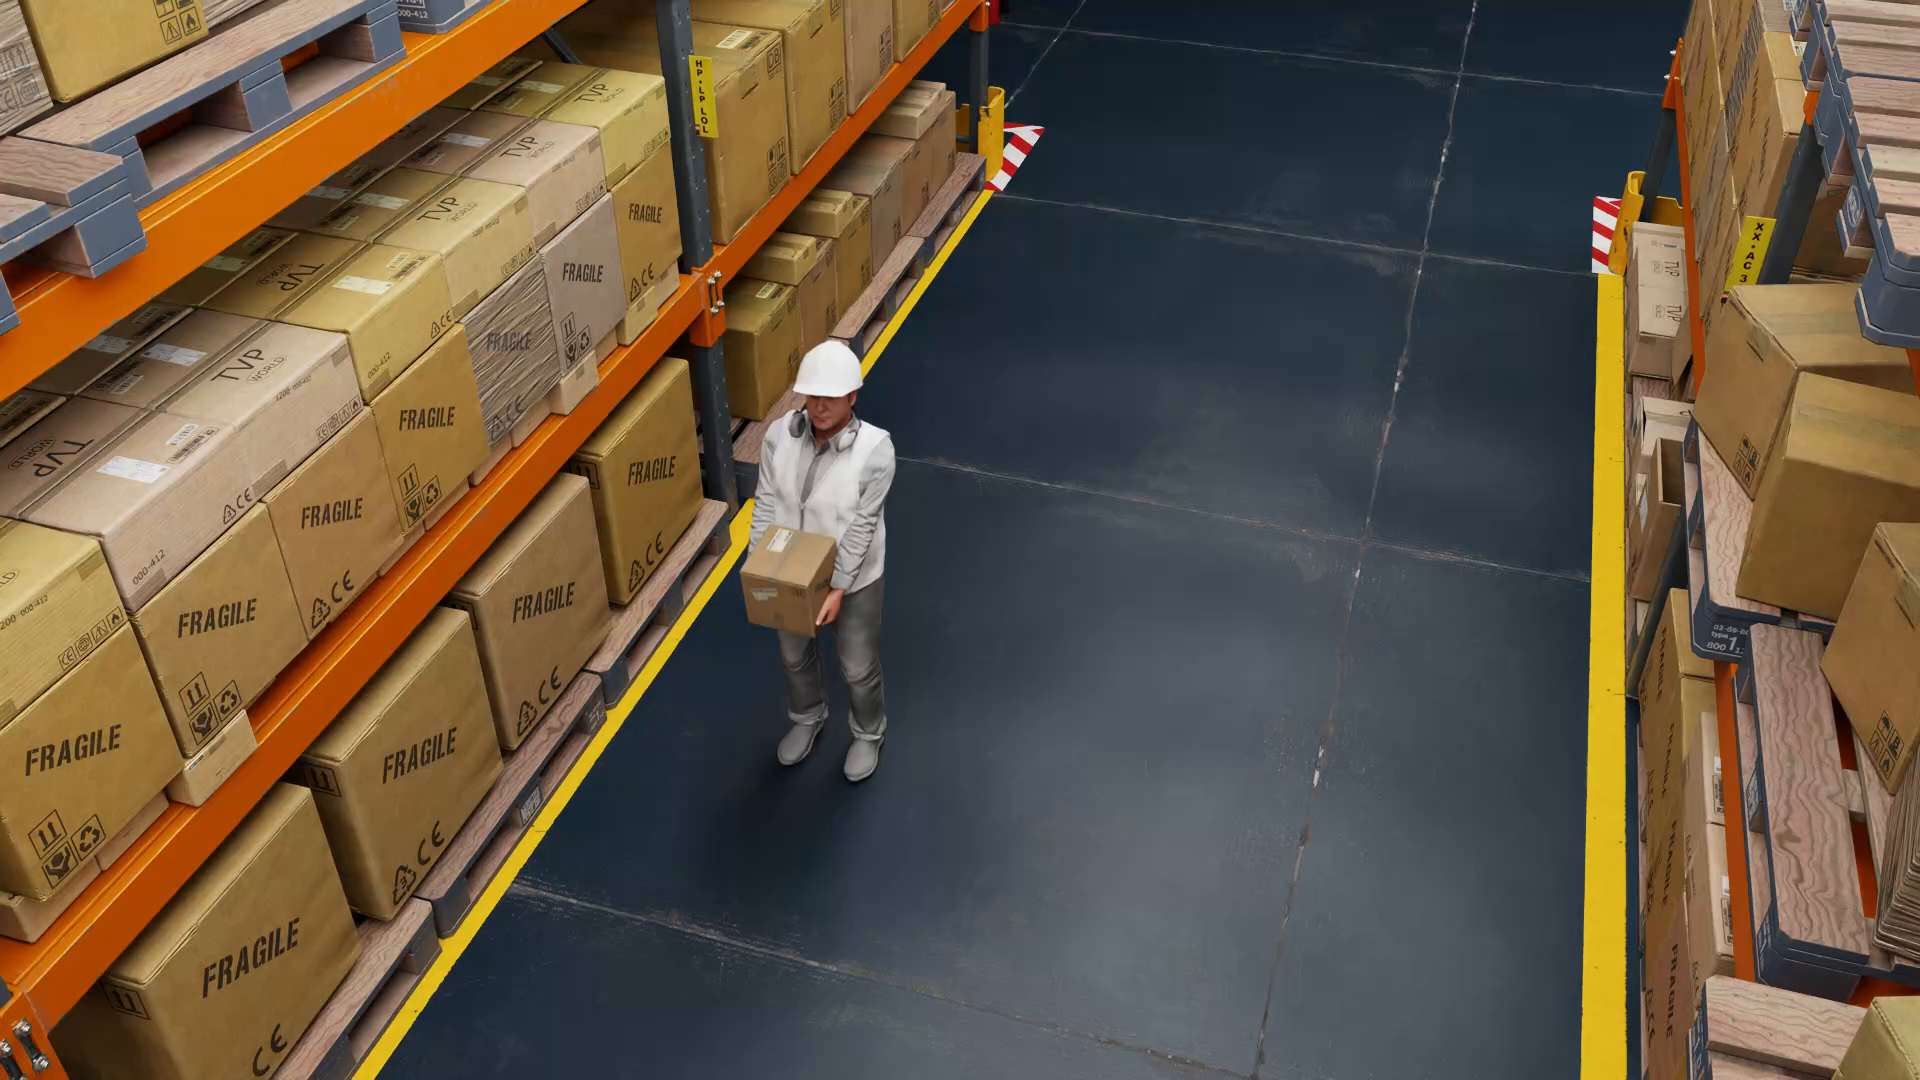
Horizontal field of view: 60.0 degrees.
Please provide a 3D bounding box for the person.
[{"bbox_3d":[-0.502,0.150,5.935,0.484,1.762,0.560,12,38,16],"label":"person"}]
